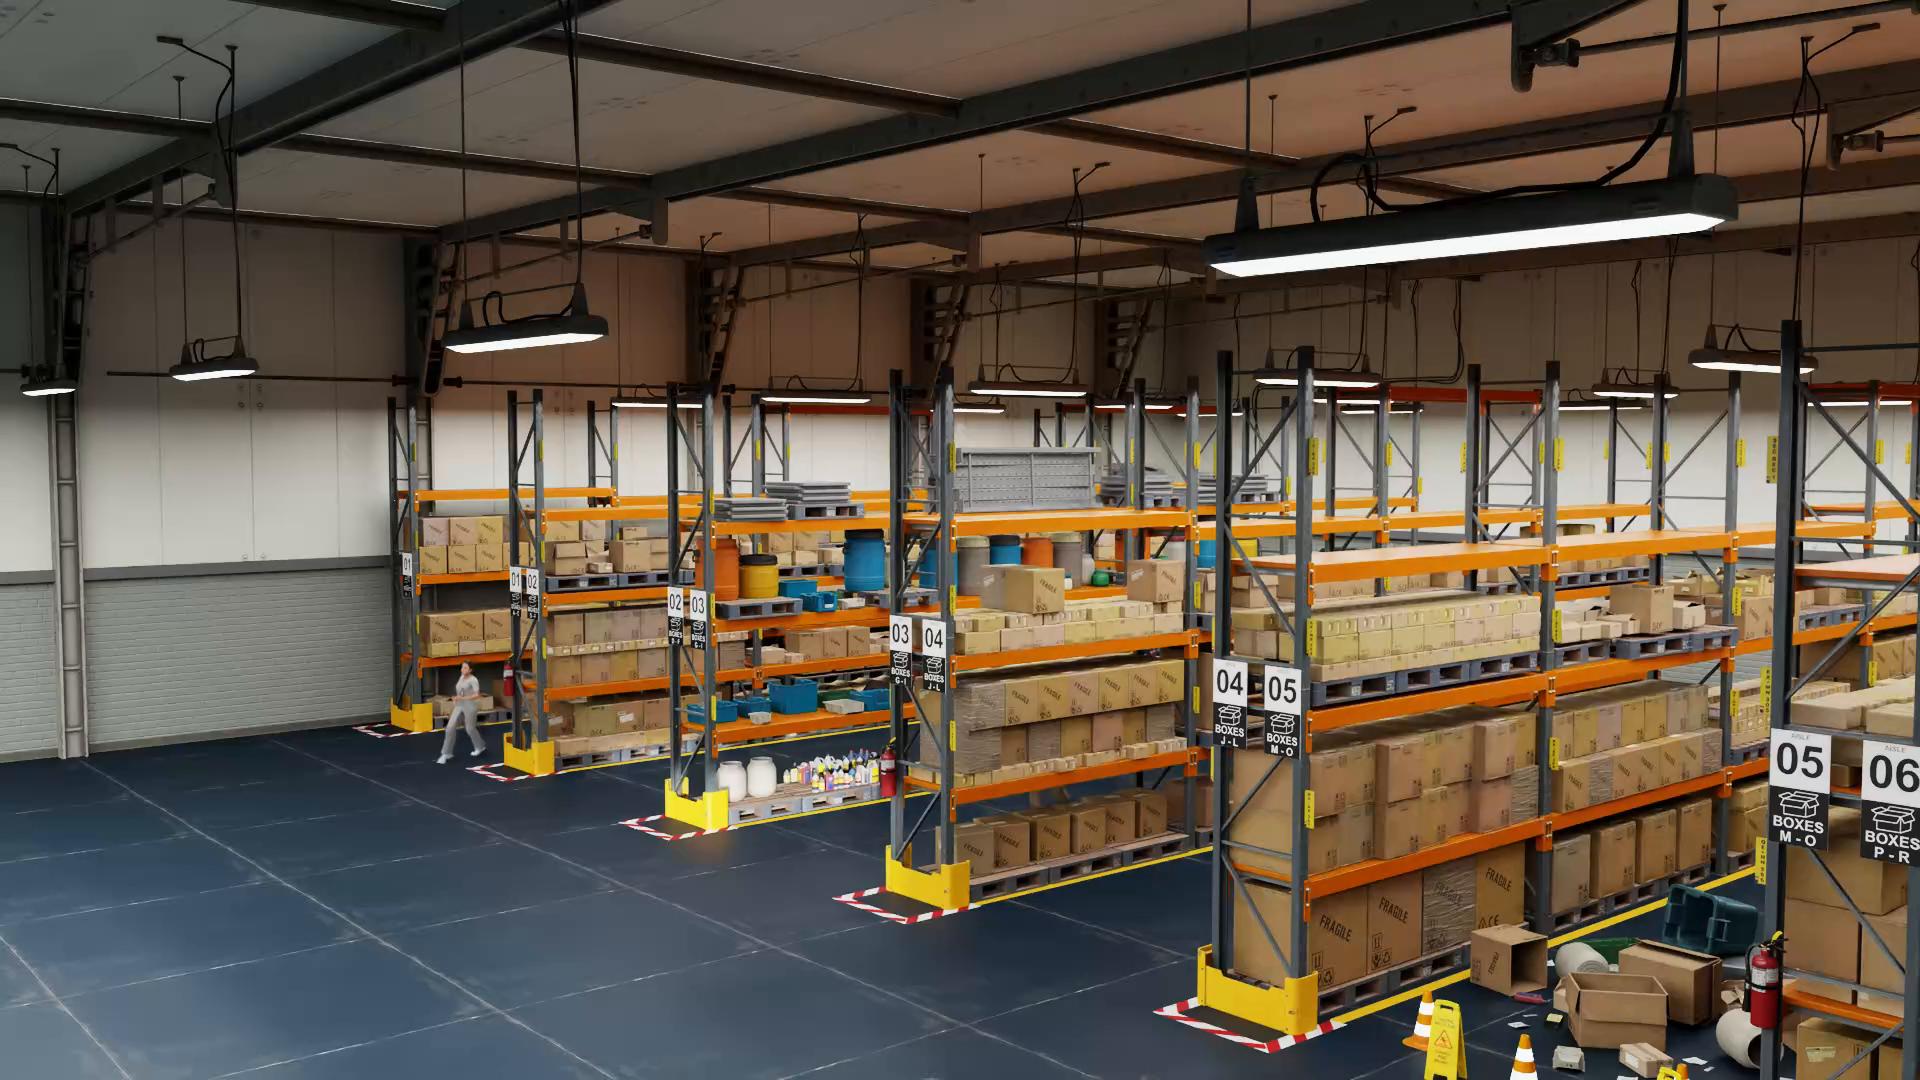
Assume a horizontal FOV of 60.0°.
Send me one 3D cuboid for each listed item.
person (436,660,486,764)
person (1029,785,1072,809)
[{"bbox_3d":[-7.974,2.758,26.950,0.590,1.669,0.903,2,4,28],"label":"person"},{"bbox_3d":[1.214,3.018,22.091,0.832,1.773,0.650,-3,4,-41],"label":"person"}]
